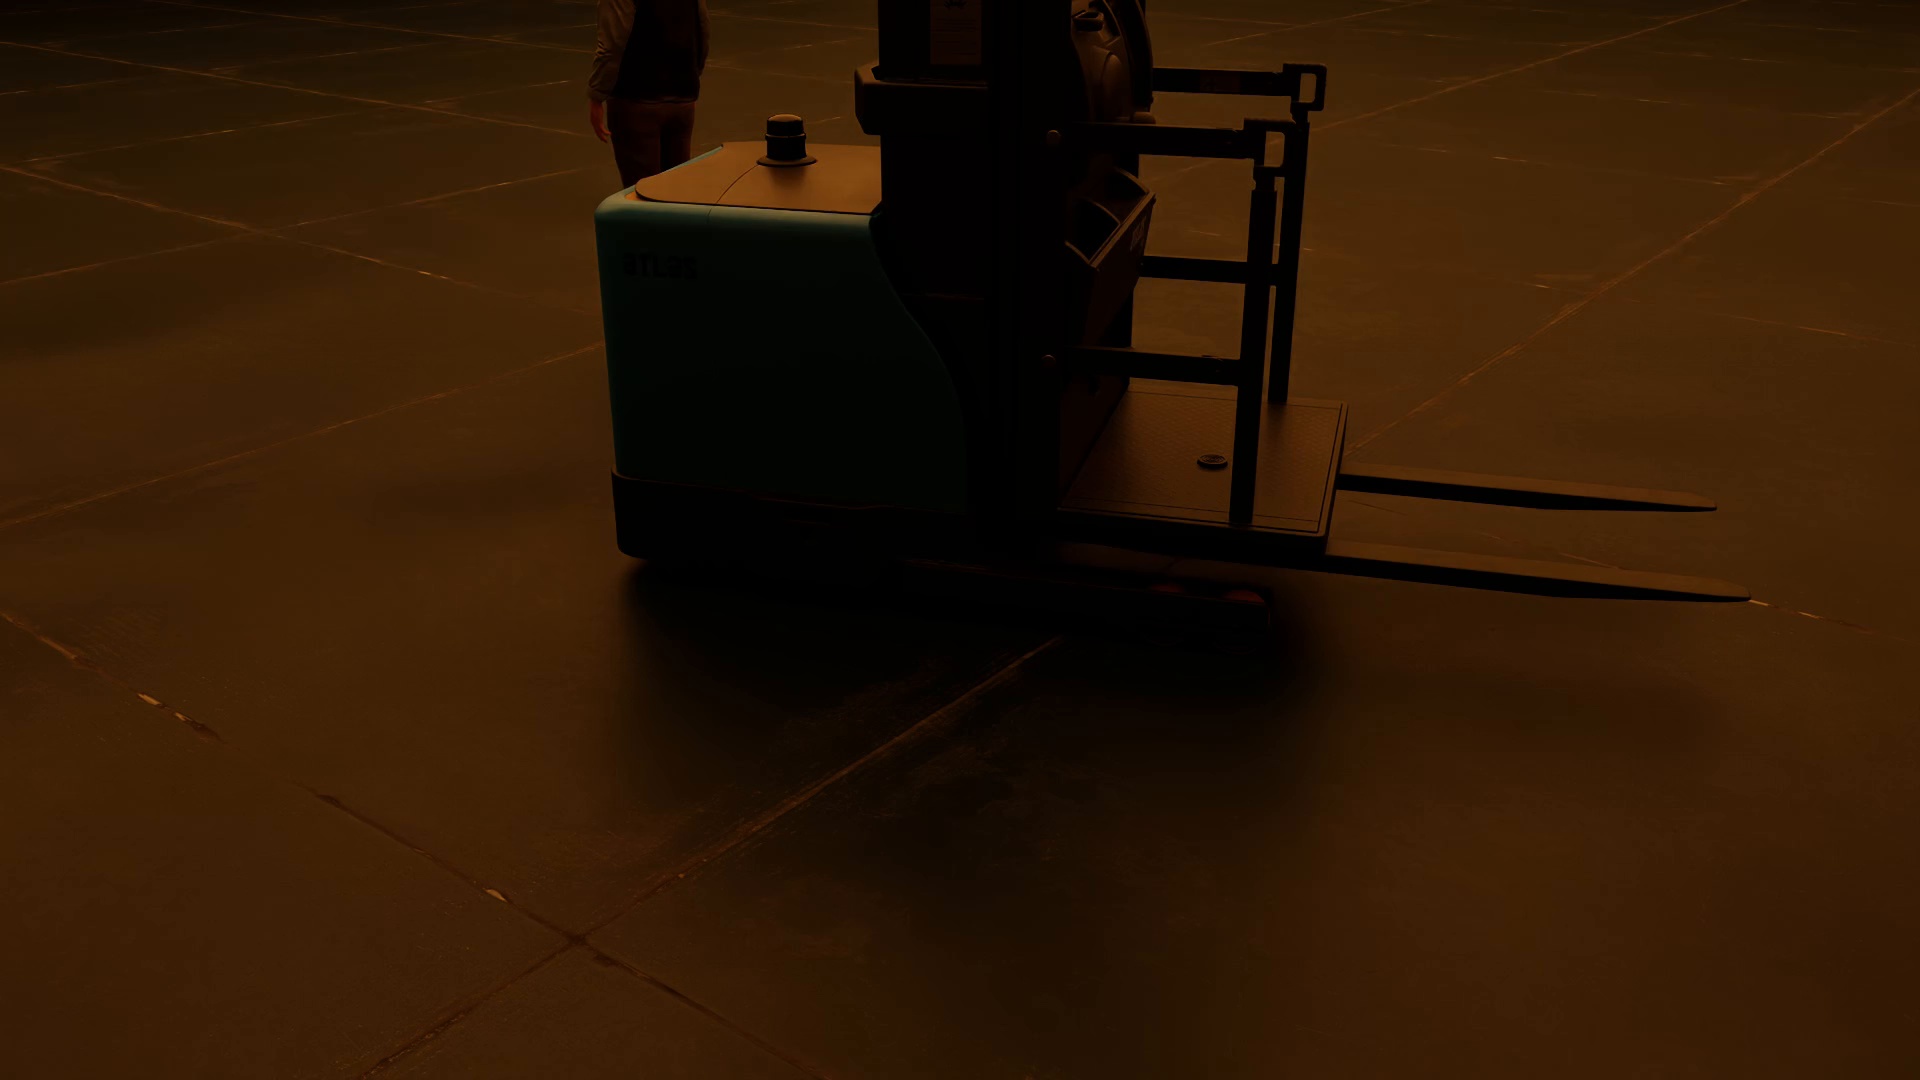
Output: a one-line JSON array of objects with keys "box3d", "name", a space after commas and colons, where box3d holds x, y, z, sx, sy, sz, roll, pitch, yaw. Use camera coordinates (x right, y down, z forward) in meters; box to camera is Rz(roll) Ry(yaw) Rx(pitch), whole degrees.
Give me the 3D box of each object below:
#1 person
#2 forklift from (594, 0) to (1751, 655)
[{"box3d": [-1.393, -1.918, 7.255, 0.568, 1.720, 0.632, 18, 29, 35], "name": "person"}, {"box3d": [0.587, -1.281, 4.284, 3.031, 2.935, 1.130, 6, 24, 14], "name": "forklift"}]
